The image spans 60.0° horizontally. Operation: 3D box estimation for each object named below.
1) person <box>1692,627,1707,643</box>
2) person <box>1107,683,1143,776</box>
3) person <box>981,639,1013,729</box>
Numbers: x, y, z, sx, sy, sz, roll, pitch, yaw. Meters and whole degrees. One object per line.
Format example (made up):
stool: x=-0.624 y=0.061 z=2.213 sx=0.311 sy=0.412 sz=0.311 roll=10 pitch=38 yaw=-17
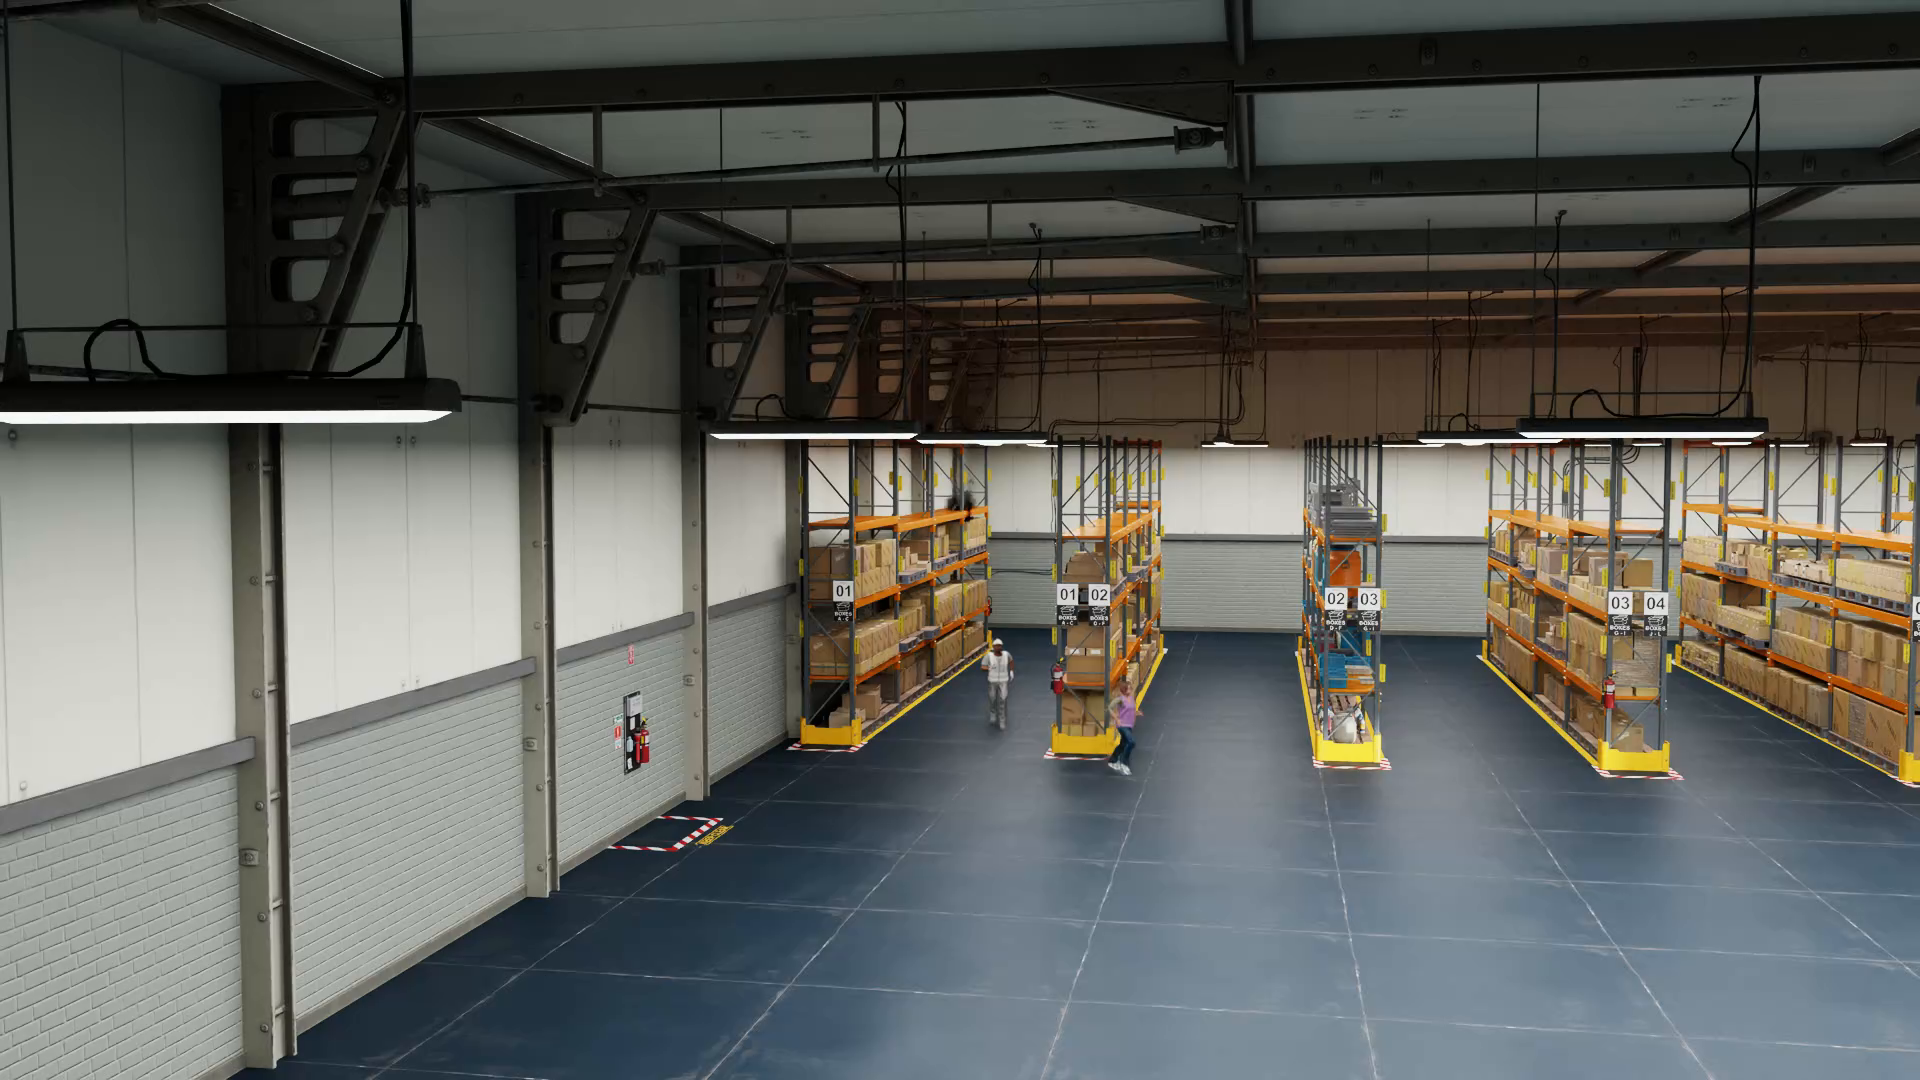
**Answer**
person: x=20.442 y=2.445 z=45.632 sx=0.625 sy=1.666 sz=0.614 roll=-3 pitch=4 yaw=-42
person: x=2.917 y=3.336 z=29.423 sx=0.702 sy=1.632 sz=0.515 roll=2 pitch=4 yaw=37
person: x=0.770 y=2.945 z=34.390 sx=0.704 sy=1.813 sz=0.906 roll=0 pitch=3 yaw=-4
